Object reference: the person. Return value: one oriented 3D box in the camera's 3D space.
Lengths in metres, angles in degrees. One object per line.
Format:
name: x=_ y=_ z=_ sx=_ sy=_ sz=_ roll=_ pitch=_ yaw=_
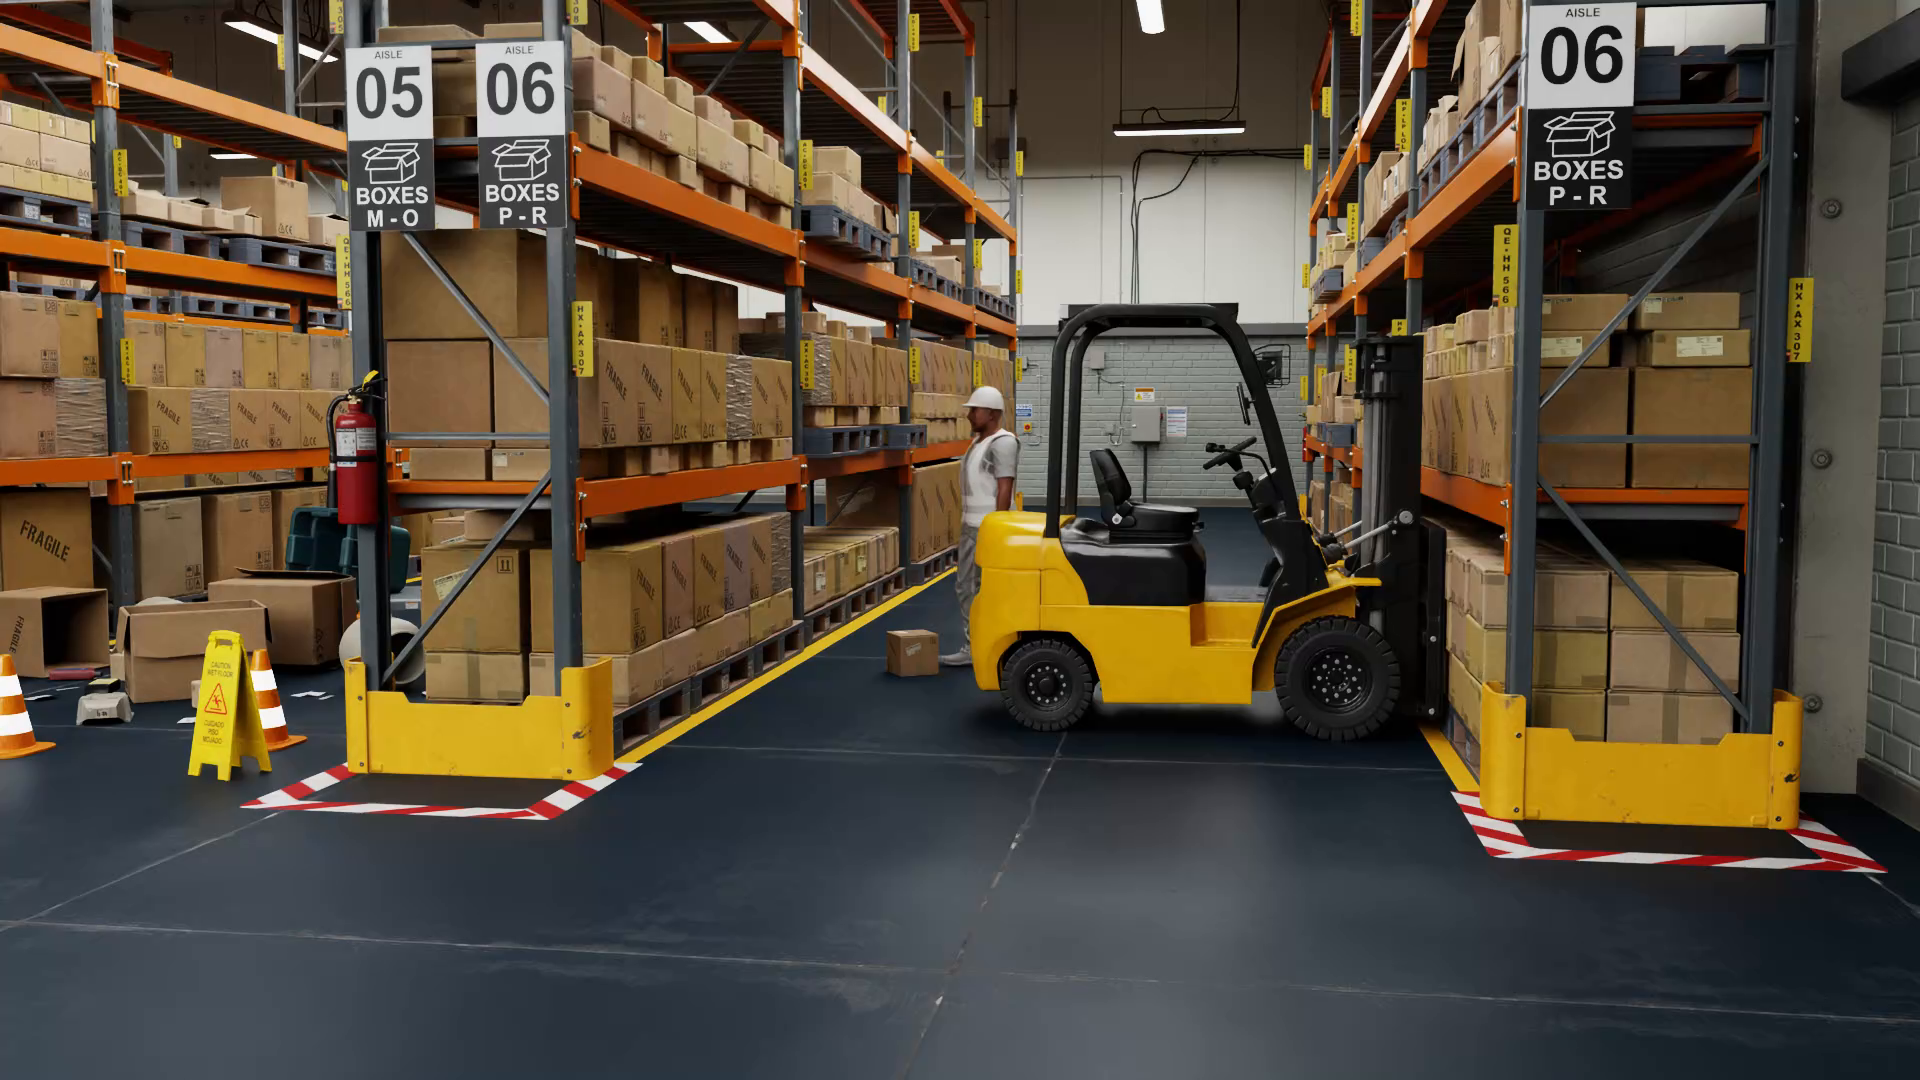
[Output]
person: x=0.185 y=-0.063 z=10.450 sx=0.544 sy=1.800 sz=0.563 roll=-2 pitch=5 yaw=-20
